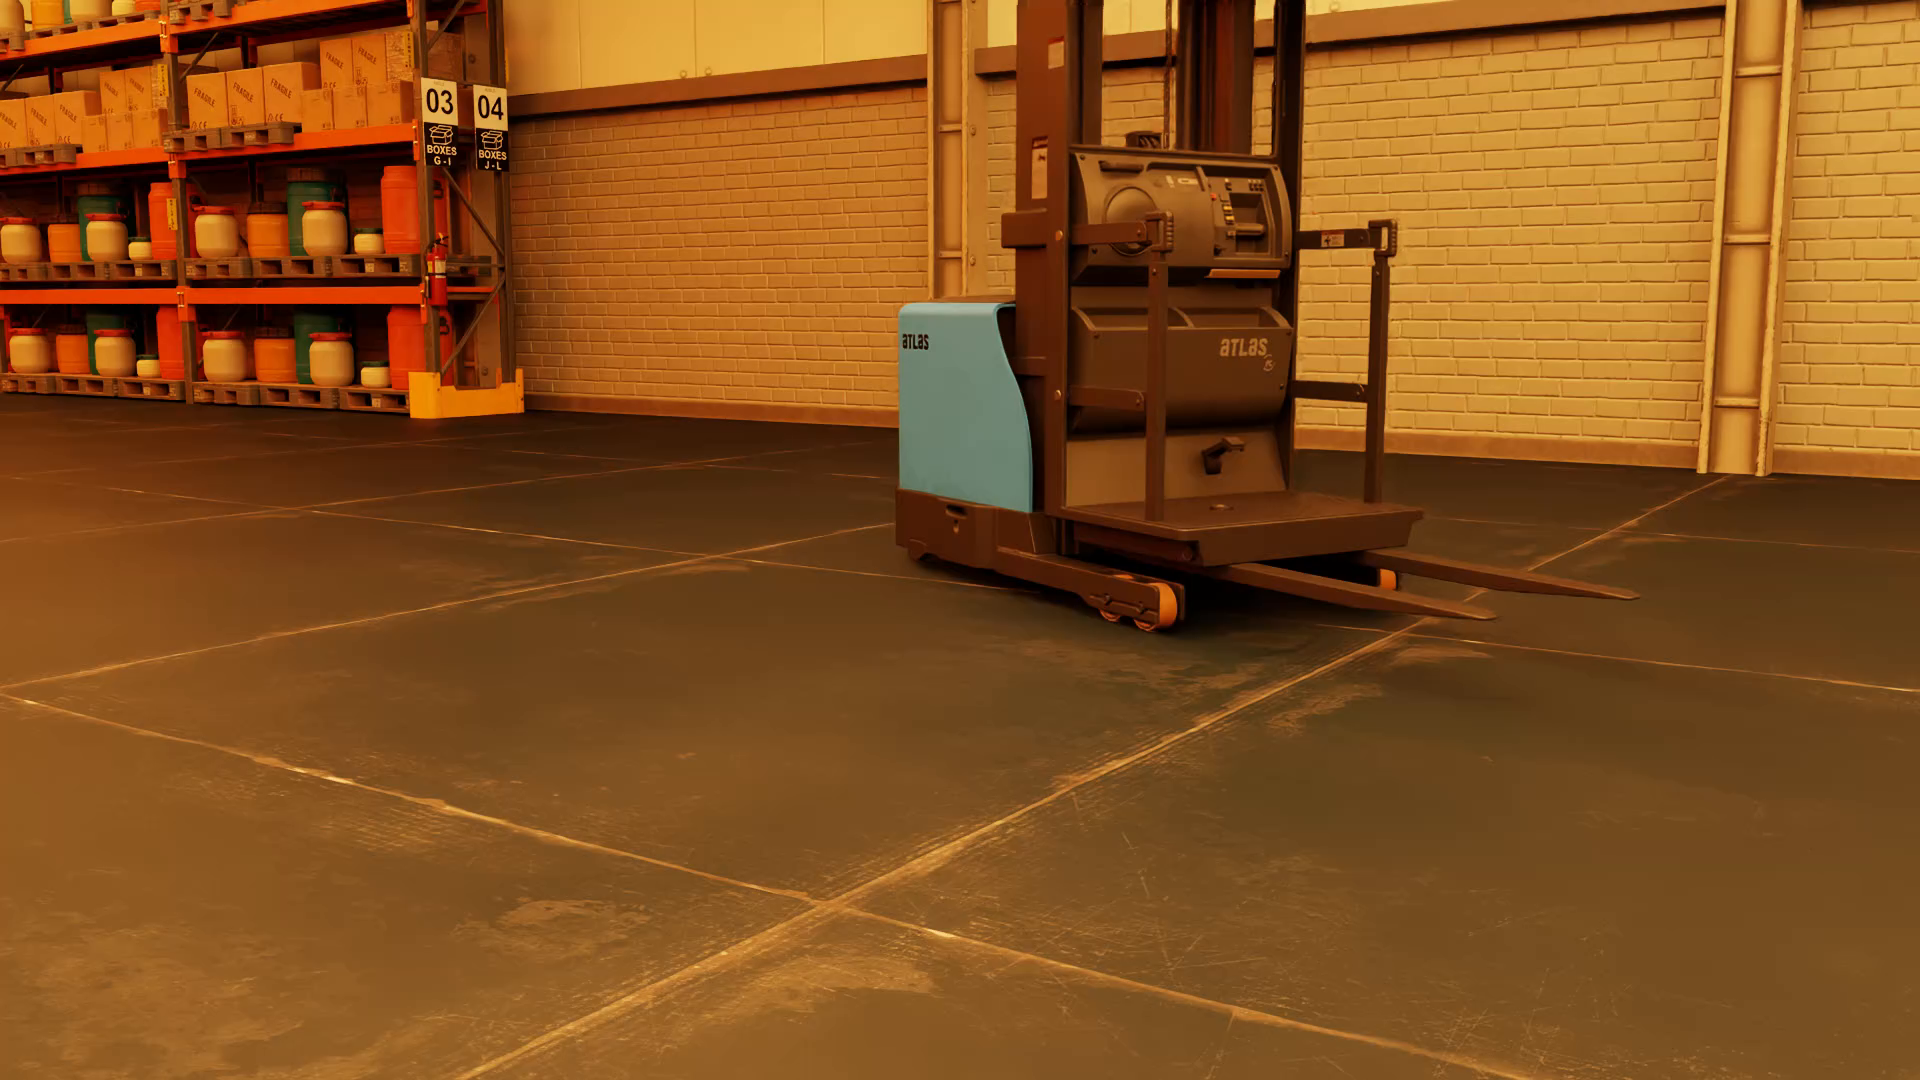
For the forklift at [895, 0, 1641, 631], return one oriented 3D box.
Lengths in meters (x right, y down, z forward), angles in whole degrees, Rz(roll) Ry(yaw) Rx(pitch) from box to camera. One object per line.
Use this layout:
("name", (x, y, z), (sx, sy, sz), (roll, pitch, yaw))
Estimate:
("forklift", (0.924, -1.224, 5.797), (1.130, 2.935, 3.031), (-5, 9, -31))
